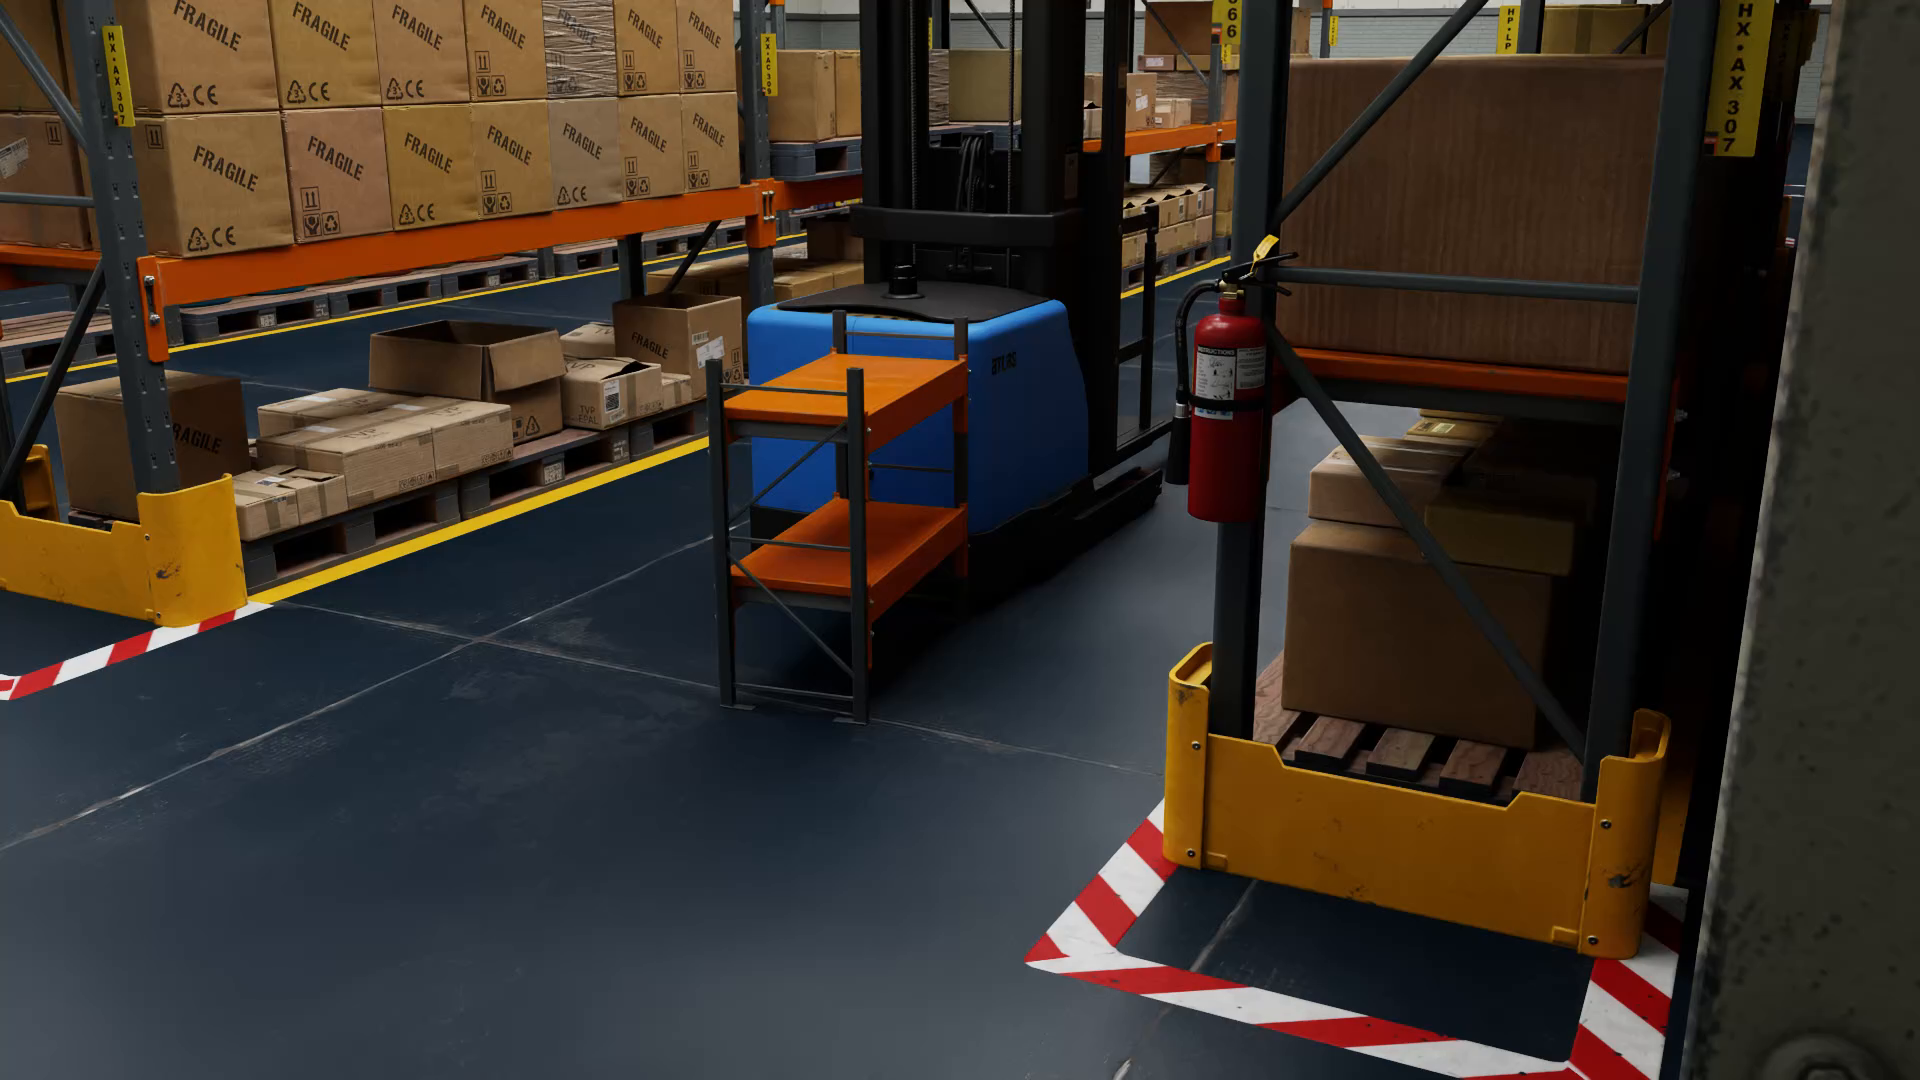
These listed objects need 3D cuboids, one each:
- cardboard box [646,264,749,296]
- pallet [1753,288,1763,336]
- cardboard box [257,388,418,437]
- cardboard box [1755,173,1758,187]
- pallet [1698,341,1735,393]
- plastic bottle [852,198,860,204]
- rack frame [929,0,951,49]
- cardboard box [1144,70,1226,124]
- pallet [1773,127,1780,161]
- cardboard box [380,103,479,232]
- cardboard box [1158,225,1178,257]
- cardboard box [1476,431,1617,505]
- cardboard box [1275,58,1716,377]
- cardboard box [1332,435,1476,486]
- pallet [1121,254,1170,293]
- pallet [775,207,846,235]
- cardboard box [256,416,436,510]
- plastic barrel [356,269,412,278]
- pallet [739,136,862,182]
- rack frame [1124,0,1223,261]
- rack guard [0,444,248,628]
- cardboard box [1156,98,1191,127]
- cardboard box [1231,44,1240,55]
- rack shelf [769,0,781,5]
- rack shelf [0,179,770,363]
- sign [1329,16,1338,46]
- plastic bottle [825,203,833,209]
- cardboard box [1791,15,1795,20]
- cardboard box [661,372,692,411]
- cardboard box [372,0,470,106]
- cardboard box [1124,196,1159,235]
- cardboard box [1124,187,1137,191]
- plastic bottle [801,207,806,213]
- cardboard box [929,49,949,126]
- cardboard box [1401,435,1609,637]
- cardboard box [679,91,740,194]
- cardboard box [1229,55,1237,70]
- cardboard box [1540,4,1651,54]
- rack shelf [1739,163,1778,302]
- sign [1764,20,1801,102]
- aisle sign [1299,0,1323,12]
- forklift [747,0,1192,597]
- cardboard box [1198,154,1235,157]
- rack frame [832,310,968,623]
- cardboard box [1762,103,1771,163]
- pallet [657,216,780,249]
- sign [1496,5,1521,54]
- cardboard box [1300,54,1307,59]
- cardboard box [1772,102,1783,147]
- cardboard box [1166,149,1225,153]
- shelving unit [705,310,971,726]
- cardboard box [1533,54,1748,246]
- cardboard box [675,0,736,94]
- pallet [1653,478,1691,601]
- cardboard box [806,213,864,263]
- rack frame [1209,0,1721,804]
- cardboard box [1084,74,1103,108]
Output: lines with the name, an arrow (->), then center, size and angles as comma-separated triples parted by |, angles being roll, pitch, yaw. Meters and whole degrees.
cardboard box -> -1.563, -1.404, 10.211 | 0.500, 0.500, 0.500 | 8, 18, 25
pallet -> 5.590, -1.791, 12.792 | 1.003, 0.211, 1.213 | 8, 18, 25
cardboard box -> -2.840, -0.511, 7.644 | 0.500, 0.250, 0.500 | 8, 18, 25
cardboard box -> 4.109, -1.997, 8.994 | 0.380, 0.149, 0.250 | 8, 18, 24
pallet -> 4.274, -1.091, 10.436 | 1.003, 0.211, 1.213 | 8, 18, 25
plastic bottle -> -1.293, -4.196, 19.872 | 0.144, 0.351, 0.185 | 9, 19, 28
rack frame -> -0.595, -5.917, 21.787 | 1.000, 3.000, 0.127 | 8, 18, 25
cardboard box -> 2.240, -4.429, 16.601 | 0.700, 0.500, 0.500 | 8, 18, 24
pallet -> 4.917, -2.722, 11.367 | 1.213, 0.211, 1.003 | 8, 18, 25
cardboard box -> -2.428, -1.598, 7.068 | 0.500, 0.500, 0.500 | 8, 18, 25
cardboard box -> 1.666, -2.749, 15.212 | 0.500, 0.250, 0.500 | 9, 19, 27
cardboard box -> 1.803, -0.222, 5.126 | 0.380, 0.149, 0.250 | 8, 18, 26
cardboard box -> 1.338, -0.856, 4.221 | 0.980, 0.700, 0.700 | 9, 19, 28
cardboard box -> 1.350, -0.207, 5.077 | 0.380, 0.149, 0.250 | 9, 19, 27
pallet -> 1.209, -2.426, 14.930 | 1.003, 0.211, 1.213 | 8, 18, 25
pallet -> -2.045, -3.727, 19.312 | 1.003, 0.211, 1.213 | 8, 18, 25
cardboard box -> -2.594, -0.333, 7.043 | 0.500, 0.250, 0.500 | 8, 18, 25
plastic barrel -> -4.877, -2.510, 13.815 | 0.600, 0.588, 0.708 | 8, 18, 25
pallet -> -1.072, -2.327, 10.037 | 1.003, 0.211, 1.213 | 8, 18, 25
rack frame -> 2.048, -4.267, 16.232 | 1.000, 3.000, 0.127 | 8, 18, 25
rack guard -> -3.280, -0.032, 6.362 | 1.175, 0.500, 0.348 | 8, 18, 25
cardboard box -> 1.867, -4.064, 15.812 | 0.500, 0.250, 0.500 | 9, 19, 29
cardboard box -> 2.465, -5.180, 16.850 | 0.700, 0.500, 0.500 | 8, 18, 25
rack shelf -> -3.276, -5.482, 16.317 | 1.077, 0.370, 4.000 | 8, 18, 25
rack shelf -> -2.421, -1.375, 7.759 | 1.077, 0.370, 4.000 | 8, 18, 25
sign -> 4.314, -5.882, 19.219 | 0.100, 0.325, 0.005 | 8, 18, 25
plastic bottle -> -1.566, -4.040, 19.348 | 0.144, 0.351, 0.185 | 7, 18, 23
cardboard box -> 4.723, -3.030, 10.017 | 0.500, 0.250, 0.500 | 9, 19, 27
cardboard box -> -1.642, -0.789, 8.757 | 0.380, 0.149, 0.250 | 8, 18, 25
cardboard box -> -2.425, -2.078, 6.931 | 0.500, 0.500, 0.500 | 8, 18, 26
cardboard box -> 1.443, -2.892, 14.709 | 0.500, 0.311, 0.500 | 8, 18, 25
cardboard box -> 1.412, -3.219, 15.809 | 0.500, 0.311, 0.500 | 8, 18, 25
plastic bottle -> -1.802, -3.819, 18.865 | 0.097, 0.201, 0.097 | 0, 17, 0
cardboard box -> -0.500, -3.114, 11.437 | 0.700, 0.500, 0.500 | 12, 21, 36
cardboard box -> 1.790, -0.031, 5.622 | 0.700, 0.500, 0.500 | 7, 18, 24
cardboard box -> -1.521, -2.117, 8.819 | 0.500, 0.500, 0.500 | 8, 19, 26
cardboard box -> 2.567, -4.800, 16.710 | 0.380, 0.149, 0.250 | 8, 18, 24
cardboard box -> 2.886, -2.311, 7.597 | 0.500, 0.250, 0.500 | 9, 19, 27
rack shelf -> 3.800, -1.765, 9.070 | 1.077, 0.370, 4.000 | 8, 18, 25
sign -> 3.403, -1.983, 6.882 | 0.100, 0.325, 0.005 | 8, 18, 25
aisle sign -> 4.127, -6.512, 19.223 | 0.394, 0.787, 0.004 | 8, 18, 25
forklift -> 0.283, -1.565, 7.255 | 1.130, 2.935, 3.031 | 8, 18, 26
cardboard box -> 2.751, -3.717, 17.153 | 0.500, 0.500, 0.500 | 8, 18, 25
rack frame -> -0.214, -0.261, 6.035 | 0.500, 1.125, 0.032 | 5, 17, 17
cardboard box -> 3.792, -2.147, 8.360 | 0.500, 0.500, 0.500 | 8, 18, 24
pallet -> -2.698, -3.357, 18.064 | 1.003, 0.211, 1.213 | 8, 18, 25
sign -> 2.416, -2.184, 7.323 | 0.100, 0.325, 0.005 | 8, 18, 25
cardboard box -> 3.719, -5.457, 18.921 | 0.380, 0.149, 0.250 | 9, 19, 27
cardboard box -> 4.718, -2.665, 10.106 | 0.500, 0.500, 0.500 | 8, 18, 26
cardboard box -> 2.513, -3.910, 17.803 | 0.500, 0.500, 0.500 | 8, 18, 25
shelving unit -> -0.370, -0.123, 5.571 | 0.538, 1.125, 1.048 | 5, 17, 17
cardboard box -> 2.649, -1.608, 6.752 | 0.980, 0.700, 0.700 | 8, 19, 26
cardboard box -> -1.521, -2.595, 8.670 | 0.500, 0.500, 0.500 | 8, 18, 26
pallet -> 2.496, -0.080, 7.031 | 1.003, 0.211, 1.213 | 8, 18, 25
cardboard box -> -0.646, -1.949, 10.726 | 0.500, 0.250, 0.500 | 8, 18, 25
rack frame -> 1.119, -0.581, 3.822 | 1.000, 3.000, 0.127 | 8, 18, 25
cardboard box -> 0.995, -3.726, 14.233 | 0.500, 0.500, 0.500 | 7, 18, 22
